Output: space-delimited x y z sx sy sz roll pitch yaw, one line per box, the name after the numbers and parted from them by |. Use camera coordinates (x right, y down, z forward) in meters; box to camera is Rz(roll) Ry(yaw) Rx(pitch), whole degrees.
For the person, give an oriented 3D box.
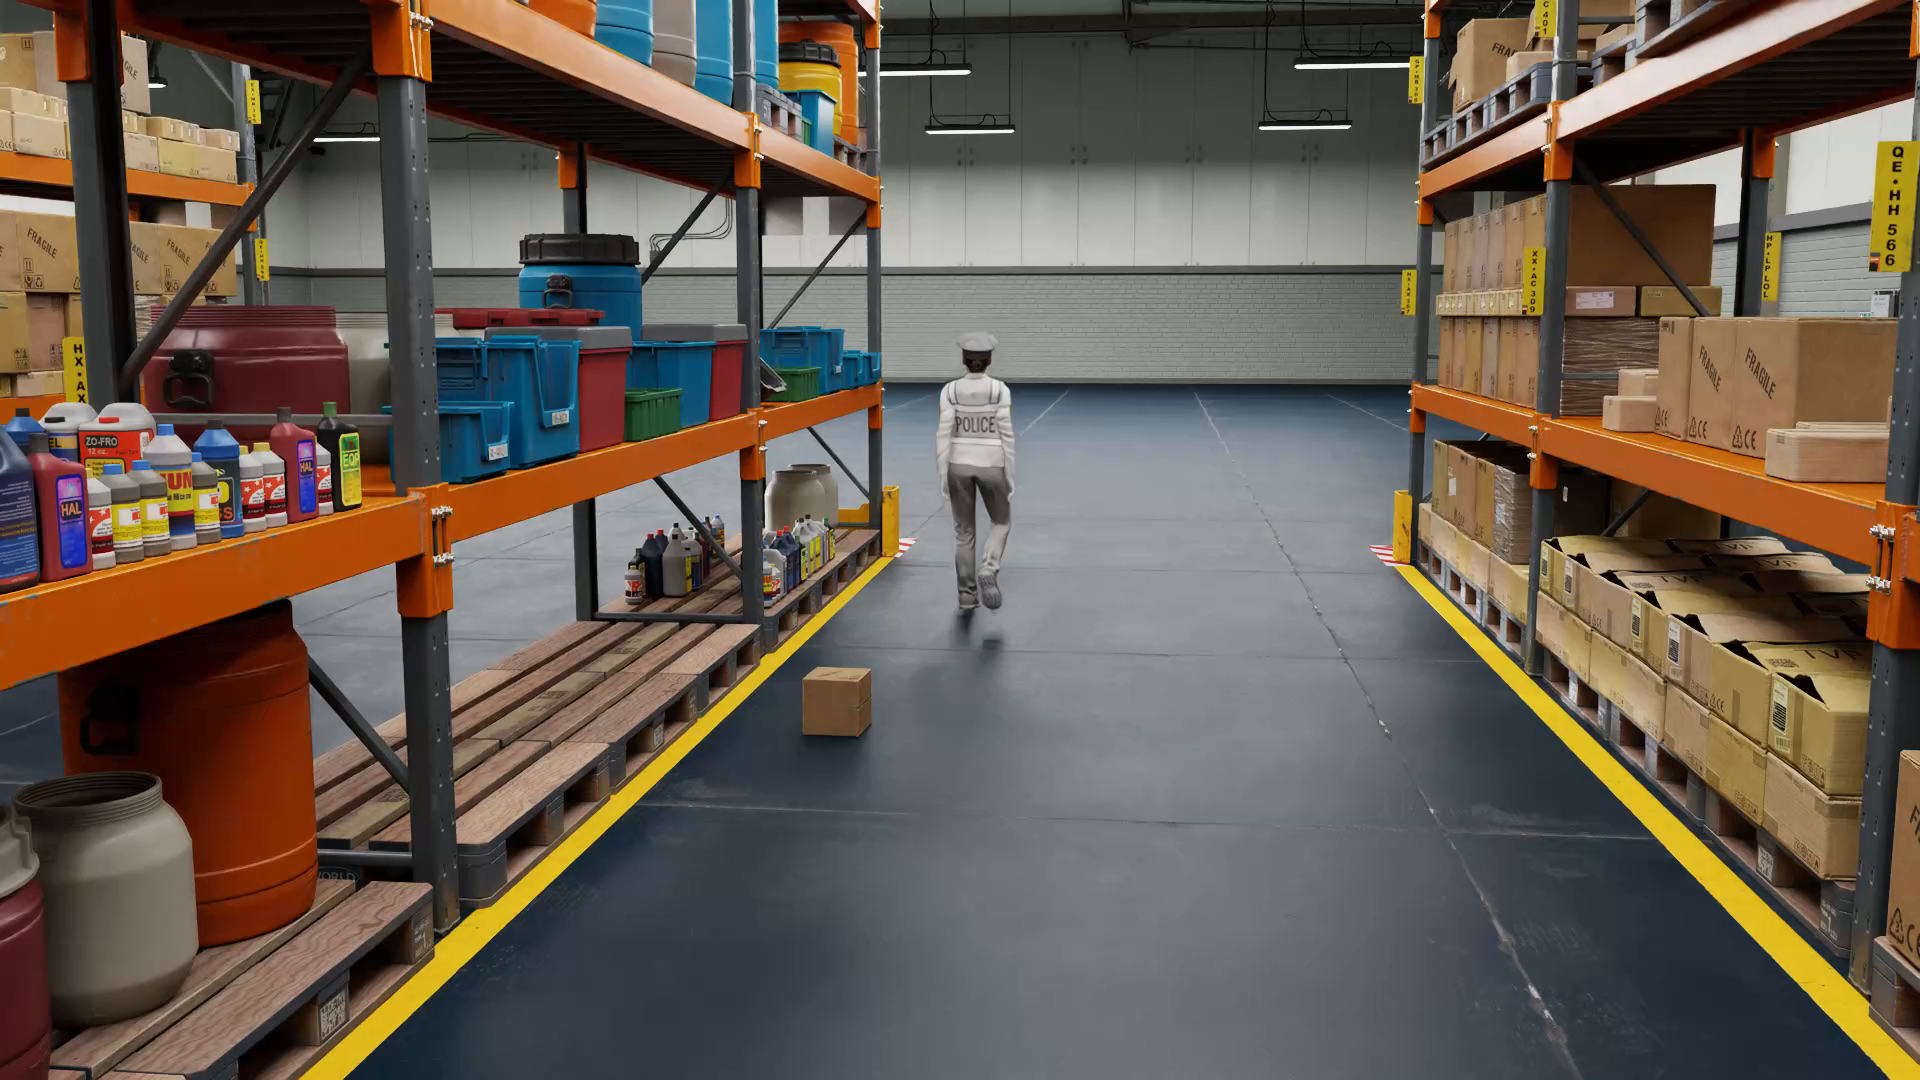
0.105 -0.410 10.012 0.462 1.684 0.455 1 8 6 | person
